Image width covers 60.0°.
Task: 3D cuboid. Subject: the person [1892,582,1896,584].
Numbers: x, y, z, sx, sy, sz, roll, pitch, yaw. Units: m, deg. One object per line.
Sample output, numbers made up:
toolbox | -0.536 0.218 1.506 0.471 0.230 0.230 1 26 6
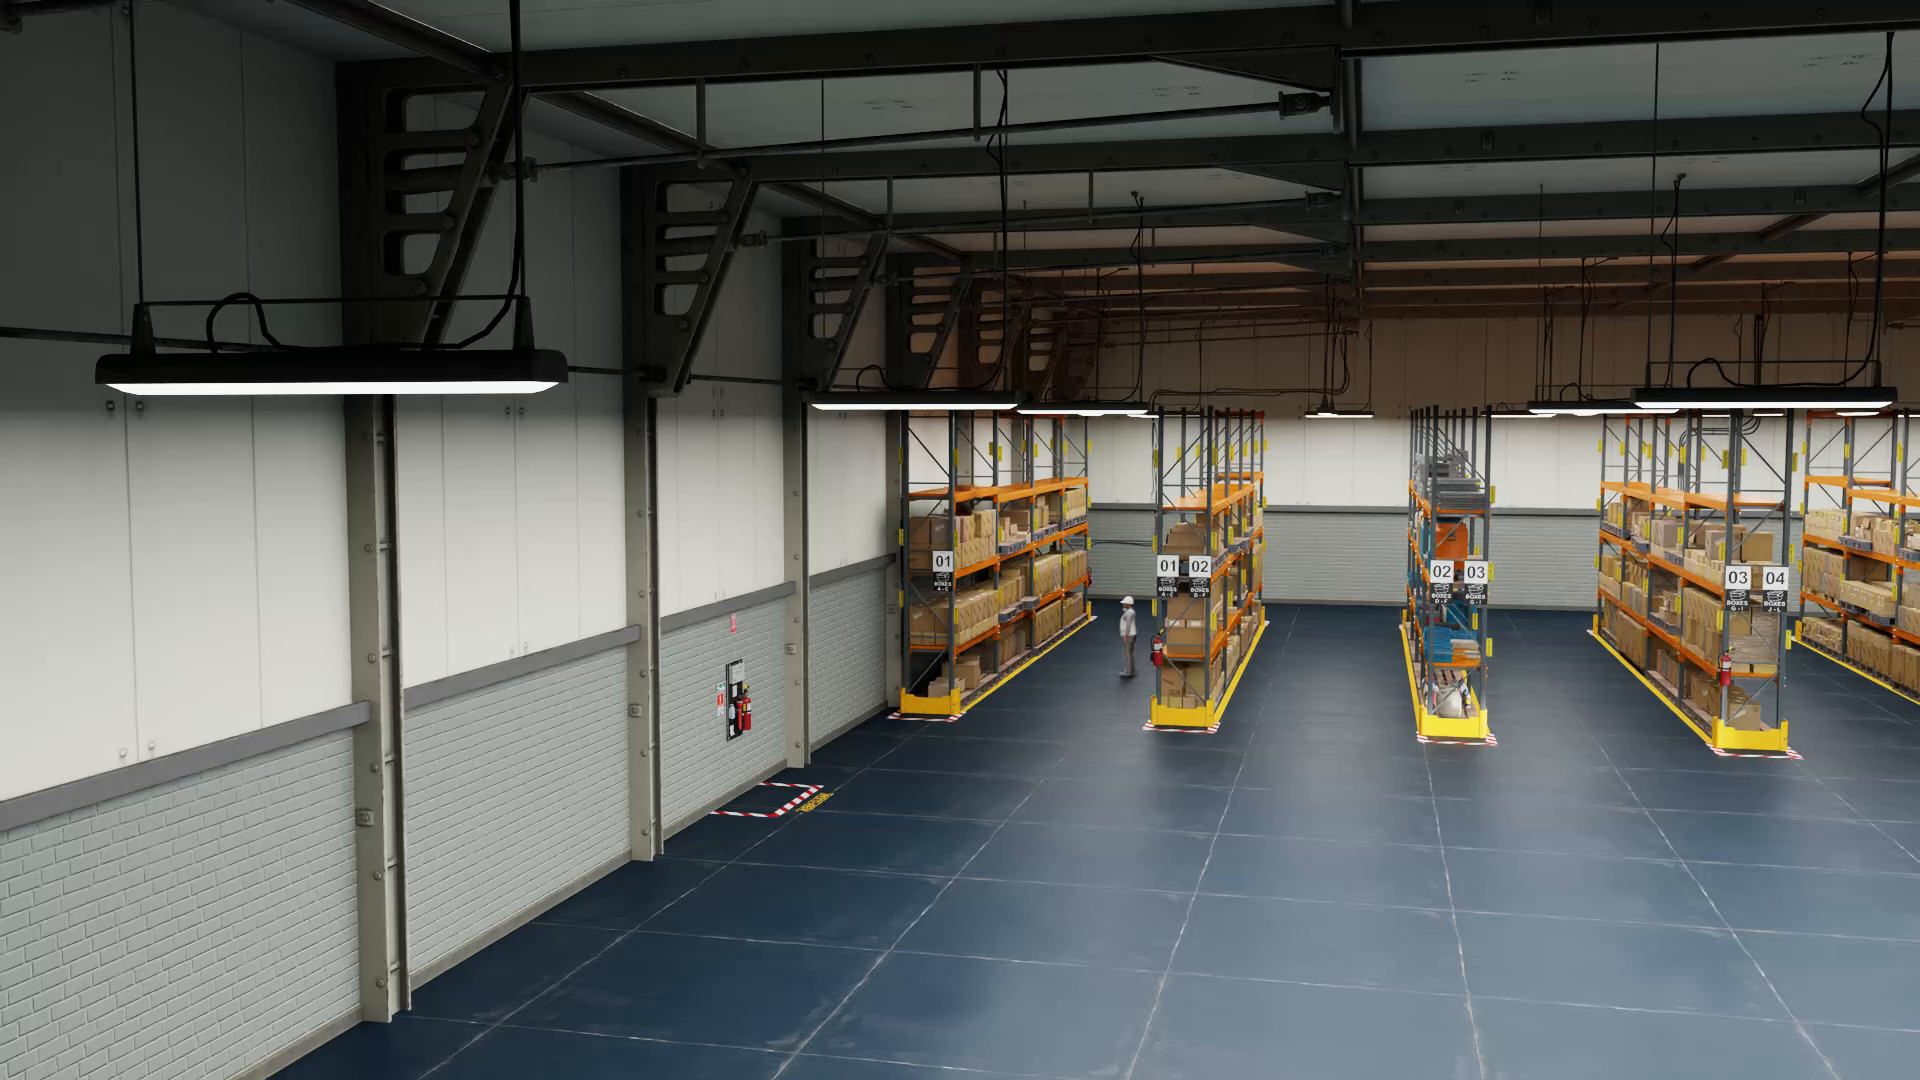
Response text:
person | 24.272 1.699 43.530 1.045 1.723 0.683 2 5 30

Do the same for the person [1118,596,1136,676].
person | 3.749 2.154 37.305 0.389 1.787 0.603 1 4 12
